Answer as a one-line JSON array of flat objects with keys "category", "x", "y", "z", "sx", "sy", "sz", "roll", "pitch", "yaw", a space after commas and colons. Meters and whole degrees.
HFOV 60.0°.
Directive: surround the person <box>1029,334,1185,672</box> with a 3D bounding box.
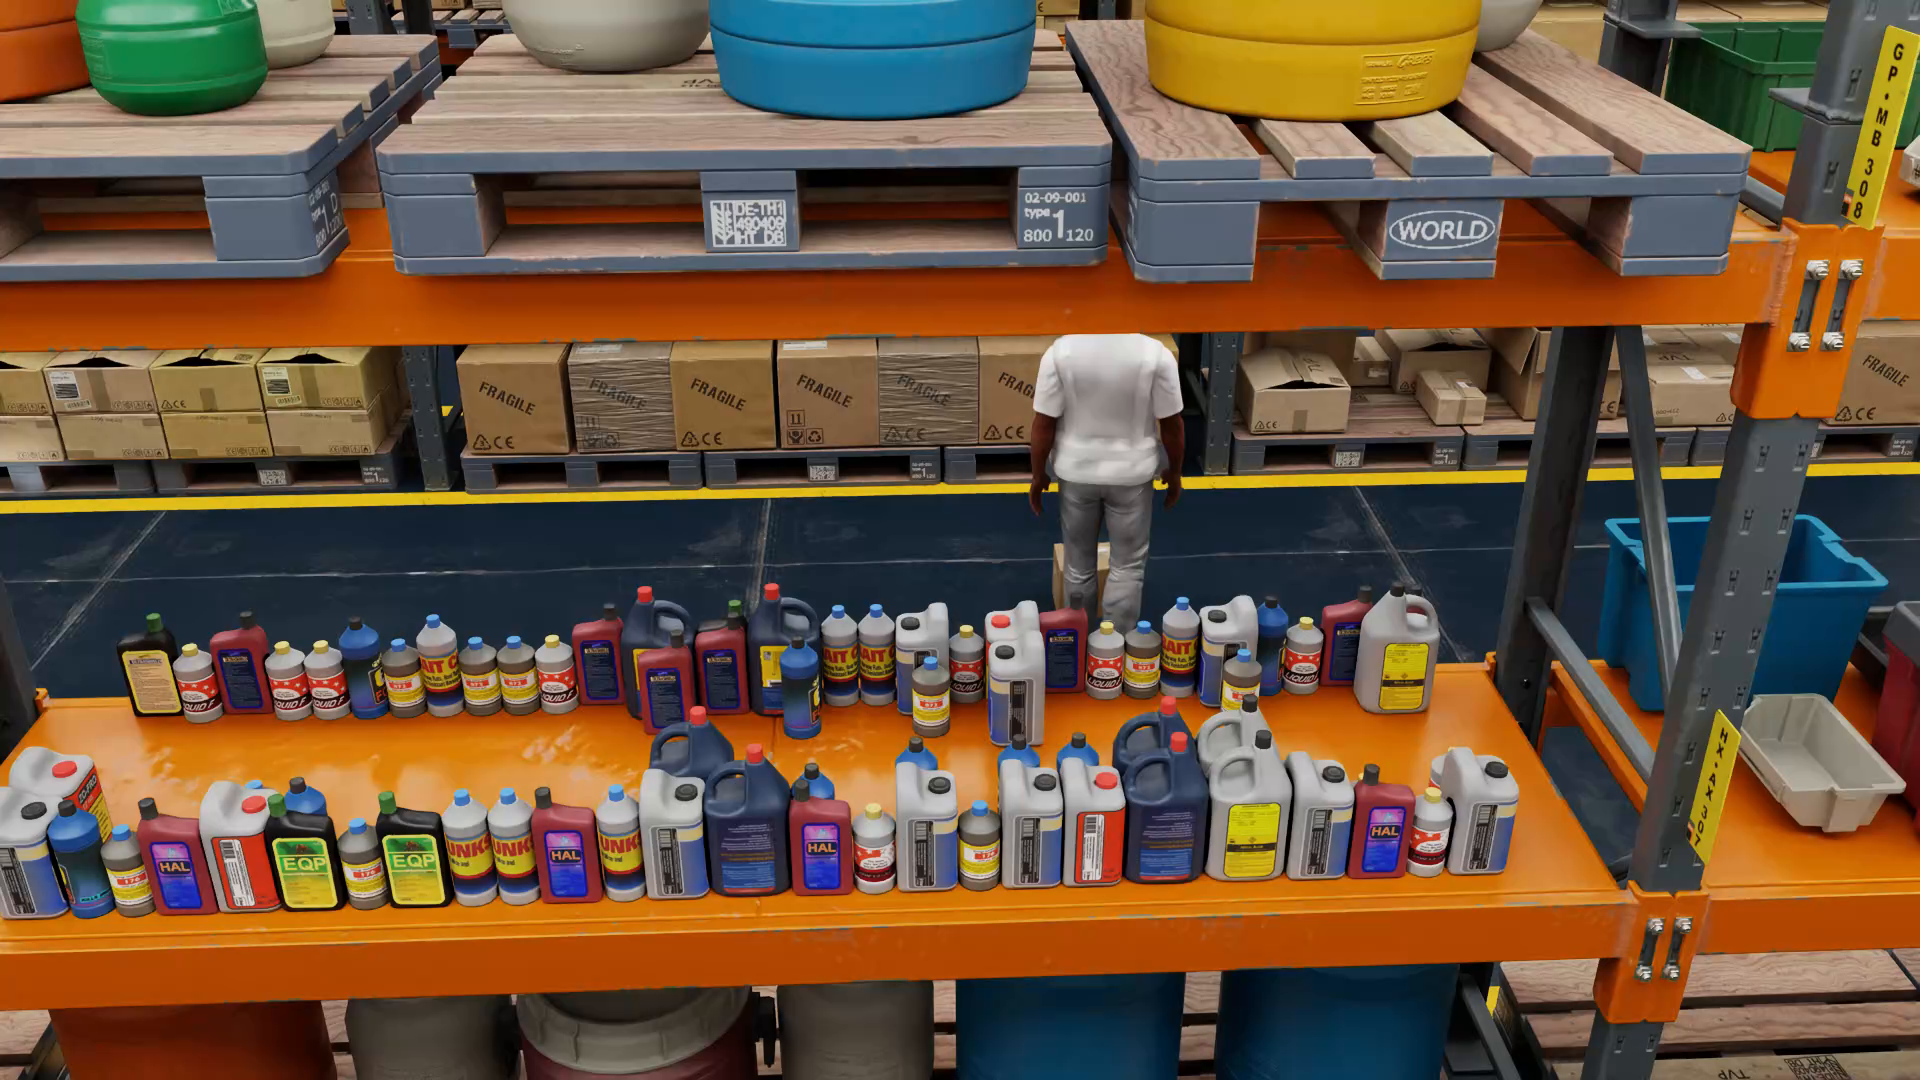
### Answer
[{"category": "person", "x": 0.578, "y": -0.263, "z": 6.584, "sx": 0.601, "sy": 1.769, "sz": 0.513, "roll": 4, "pitch": 28, "yaw": 7}]
